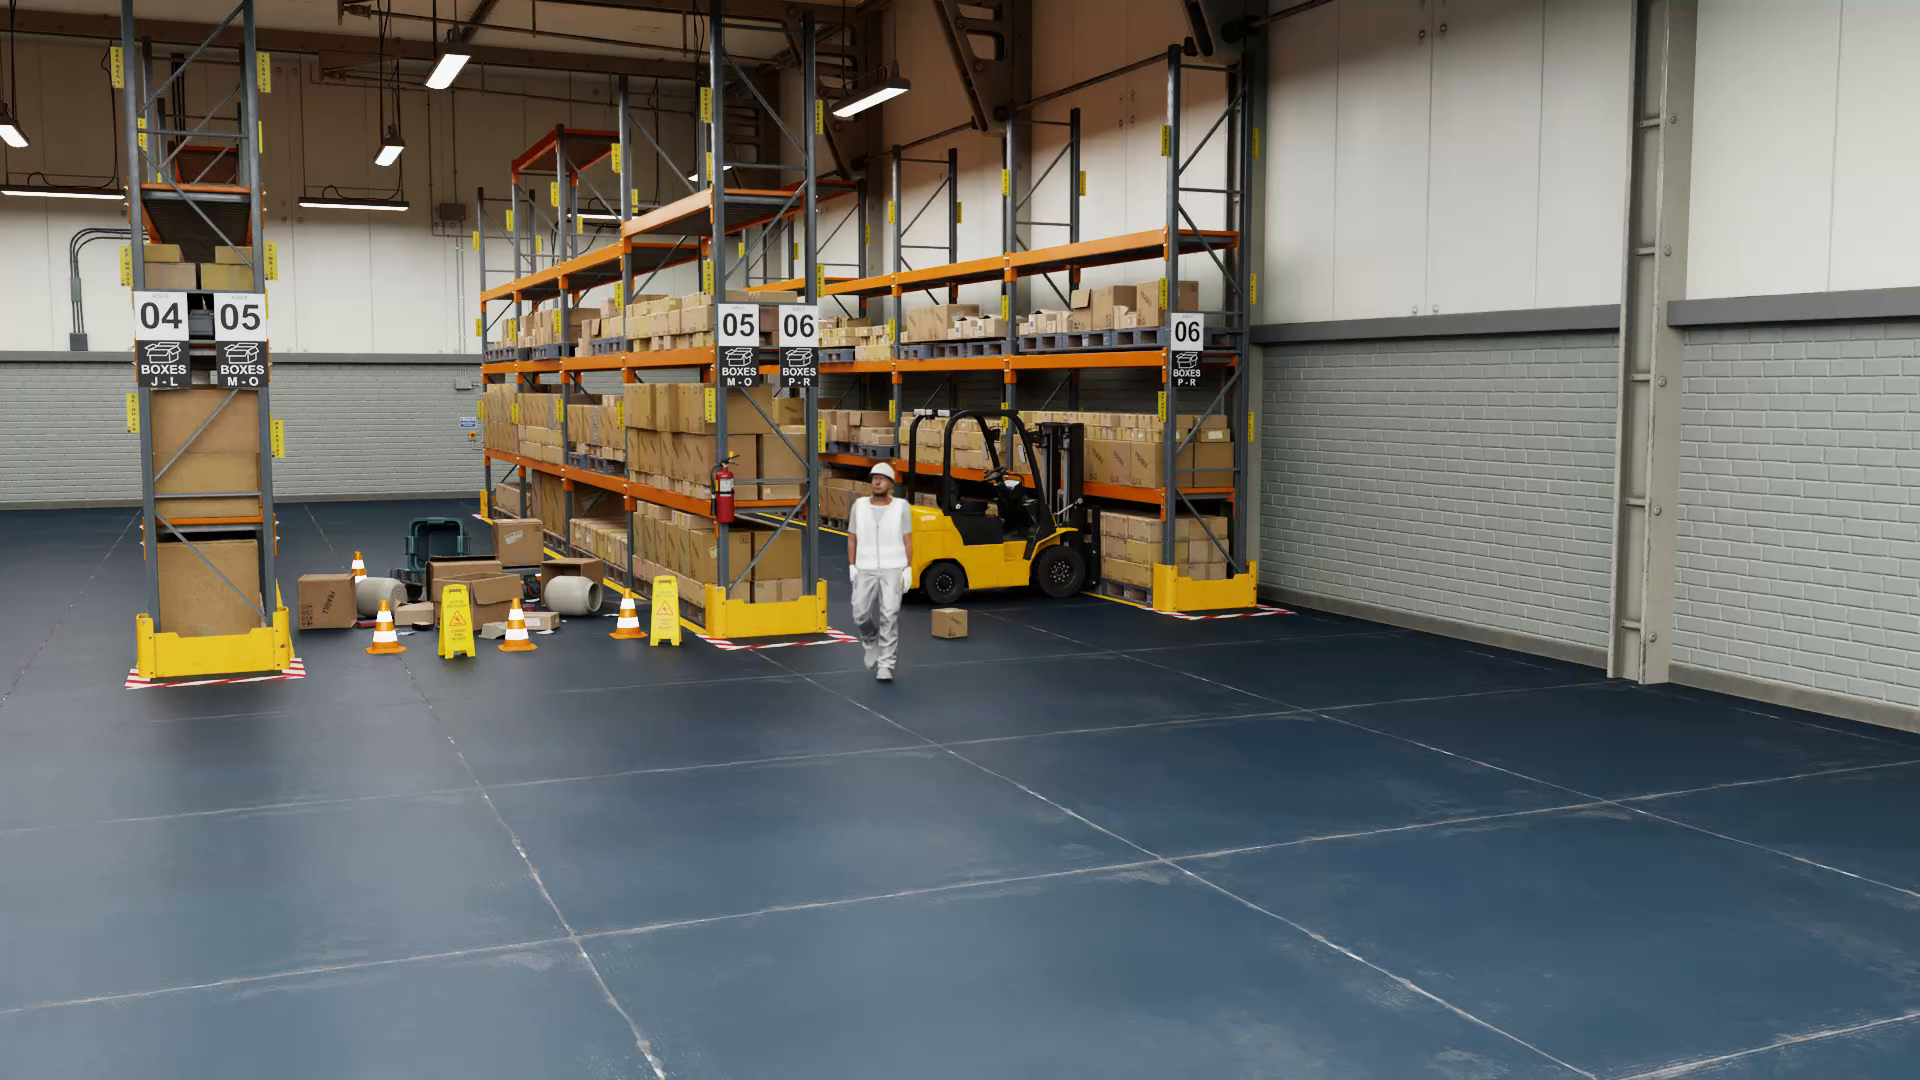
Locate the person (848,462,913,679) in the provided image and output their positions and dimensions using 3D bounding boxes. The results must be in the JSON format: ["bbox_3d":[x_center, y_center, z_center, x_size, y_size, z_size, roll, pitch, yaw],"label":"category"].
[{"bbox_3d":[-0.659,0.246,13.732,0.551,1.771,0.543,0,5,4],"label":"person"}]
